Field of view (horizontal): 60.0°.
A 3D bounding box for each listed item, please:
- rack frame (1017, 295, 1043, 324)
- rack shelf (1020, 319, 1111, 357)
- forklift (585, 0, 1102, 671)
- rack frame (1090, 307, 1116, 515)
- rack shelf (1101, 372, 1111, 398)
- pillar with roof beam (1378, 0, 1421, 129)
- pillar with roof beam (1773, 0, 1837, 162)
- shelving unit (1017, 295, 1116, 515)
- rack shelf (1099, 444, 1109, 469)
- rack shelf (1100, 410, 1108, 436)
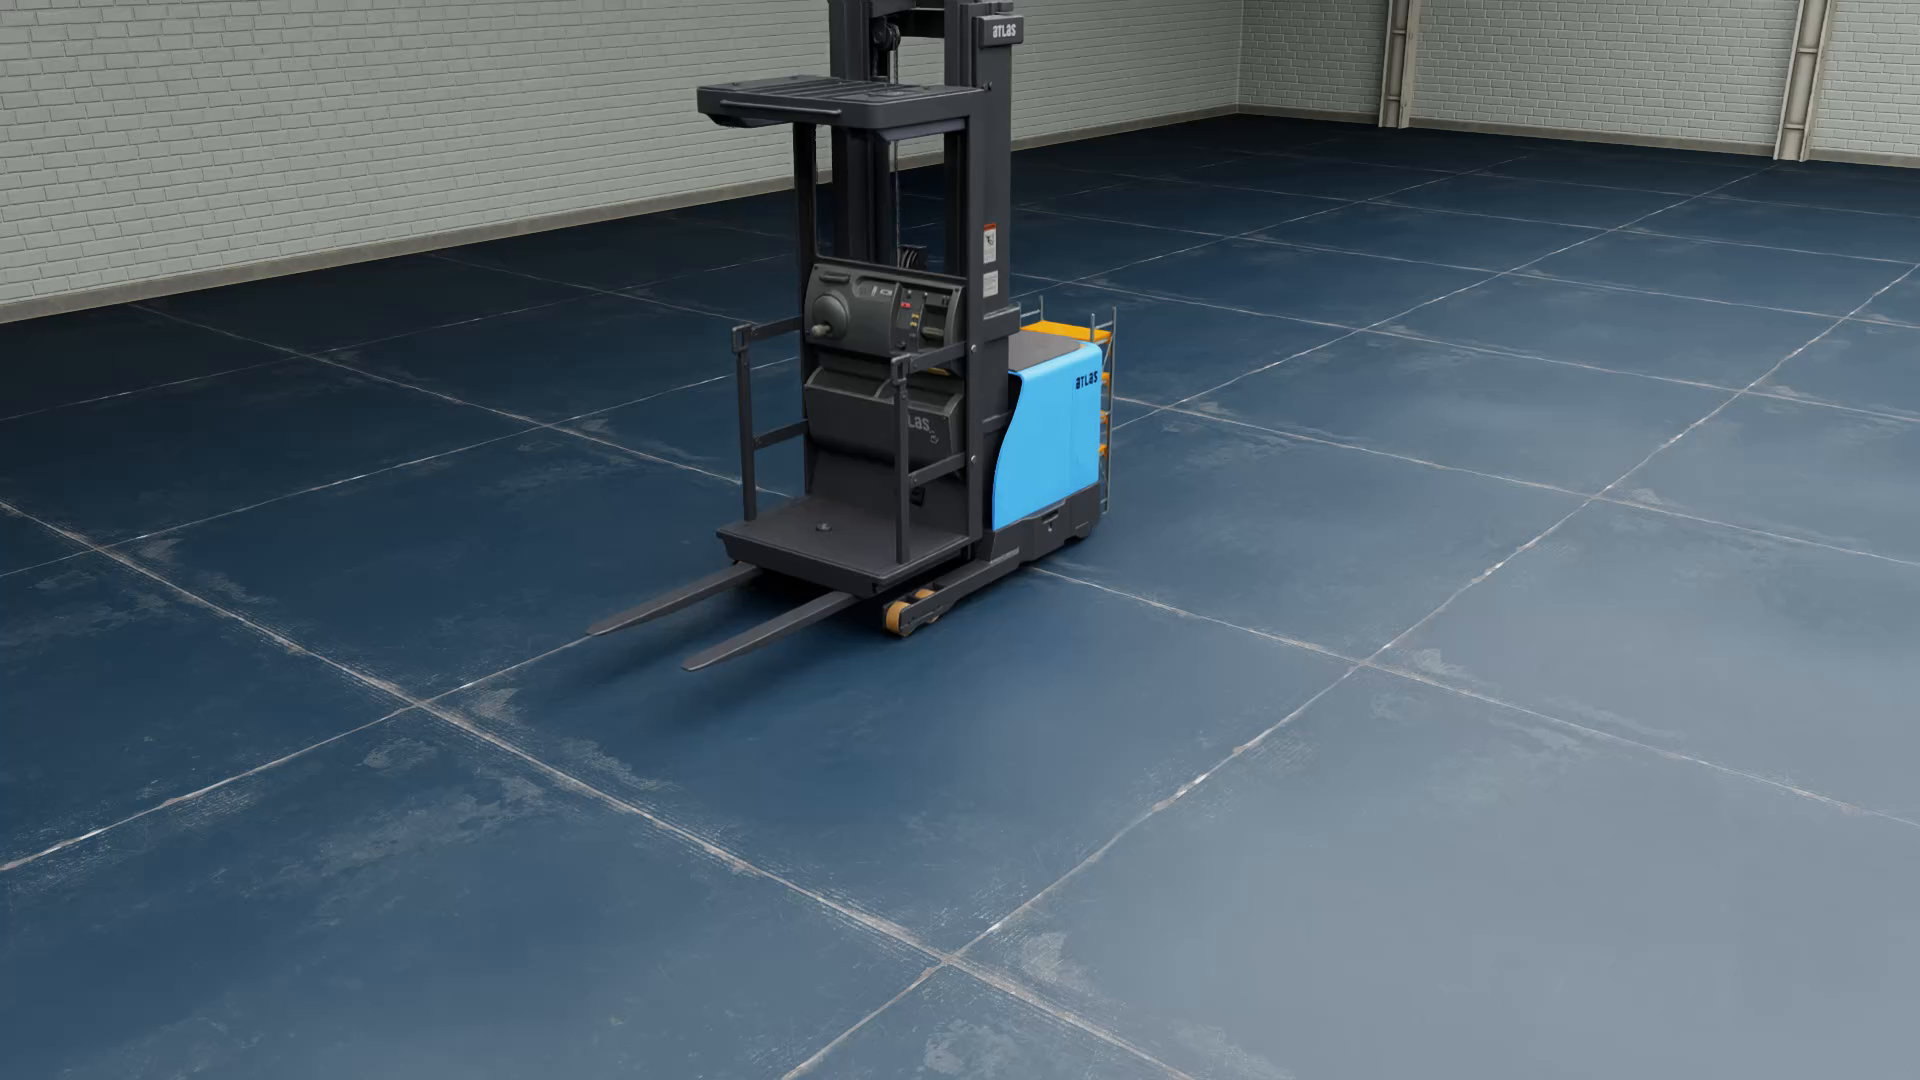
[{"bbox_3d":[0.391,-0.794,9.570,0.015,1.200,0.240,15,25,34],"label":"rack frame"},{"bbox_3d":[0.588,-1.111,9.297,0.480,0.148,0.258,15,25,34],"label":"rack shelf"},{"bbox_3d":[-0.507,-1.106,7.948,1.130,2.935,3.031,15,25,34],"label":"forklift"},{"bbox_3d":[0.782,-0.691,9.297,0.015,1.200,0.240,15,25,34],"label":"rack frame"},{"bbox_3d":[0.587,-0.889,9.379,0.480,0.148,0.258,15,25,34],"label":"rack shelf"},{"bbox_3d":[4.291,-9.717,22.183,0.400,9.000,9.100,16,26,36],"label":"pillar with roof beam"},{"bbox_3d":[8.939,-8.379,18.634,0.400,9.000,9.100,16,26,36],"label":"pillar with roof beam"},{"bbox_3d":[0.586,-0.742,9.433,0.503,1.200,0.258,15,25,34],"label":"shelving unit"},{"bbox_3d":[0.585,-0.493,9.526,0.480,0.148,0.258,15,25,34],"label":"rack shelf"},{"bbox_3d":[0.586,-0.679,9.457,0.480,0.148,0.258,15,25,34],"label":"rack shelf"}]
